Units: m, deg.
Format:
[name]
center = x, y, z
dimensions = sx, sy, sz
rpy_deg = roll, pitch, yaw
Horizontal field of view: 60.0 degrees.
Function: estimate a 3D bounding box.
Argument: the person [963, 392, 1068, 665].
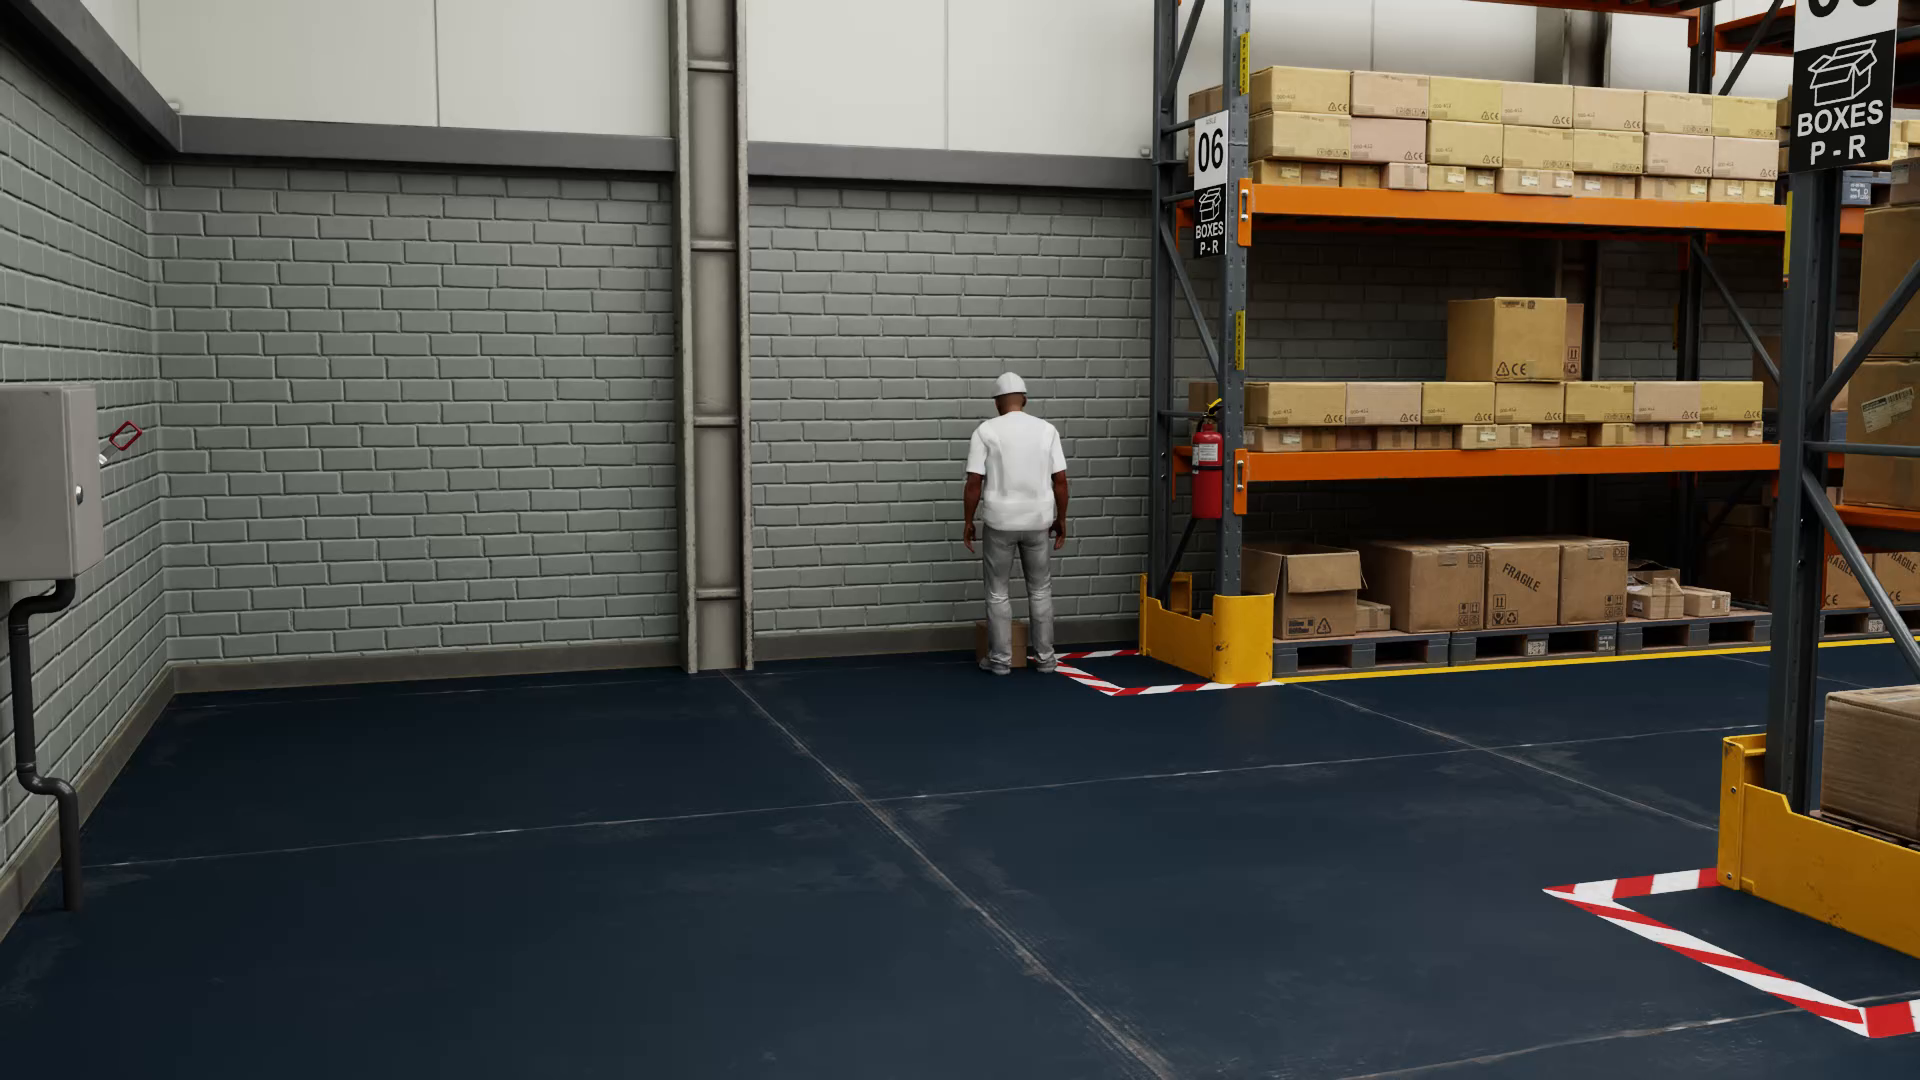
[person]
center = 0.322, -0.112, 9.752
dimensions = 0.629, 1.661, 0.361
rpy_deg = -1, 6, -12
